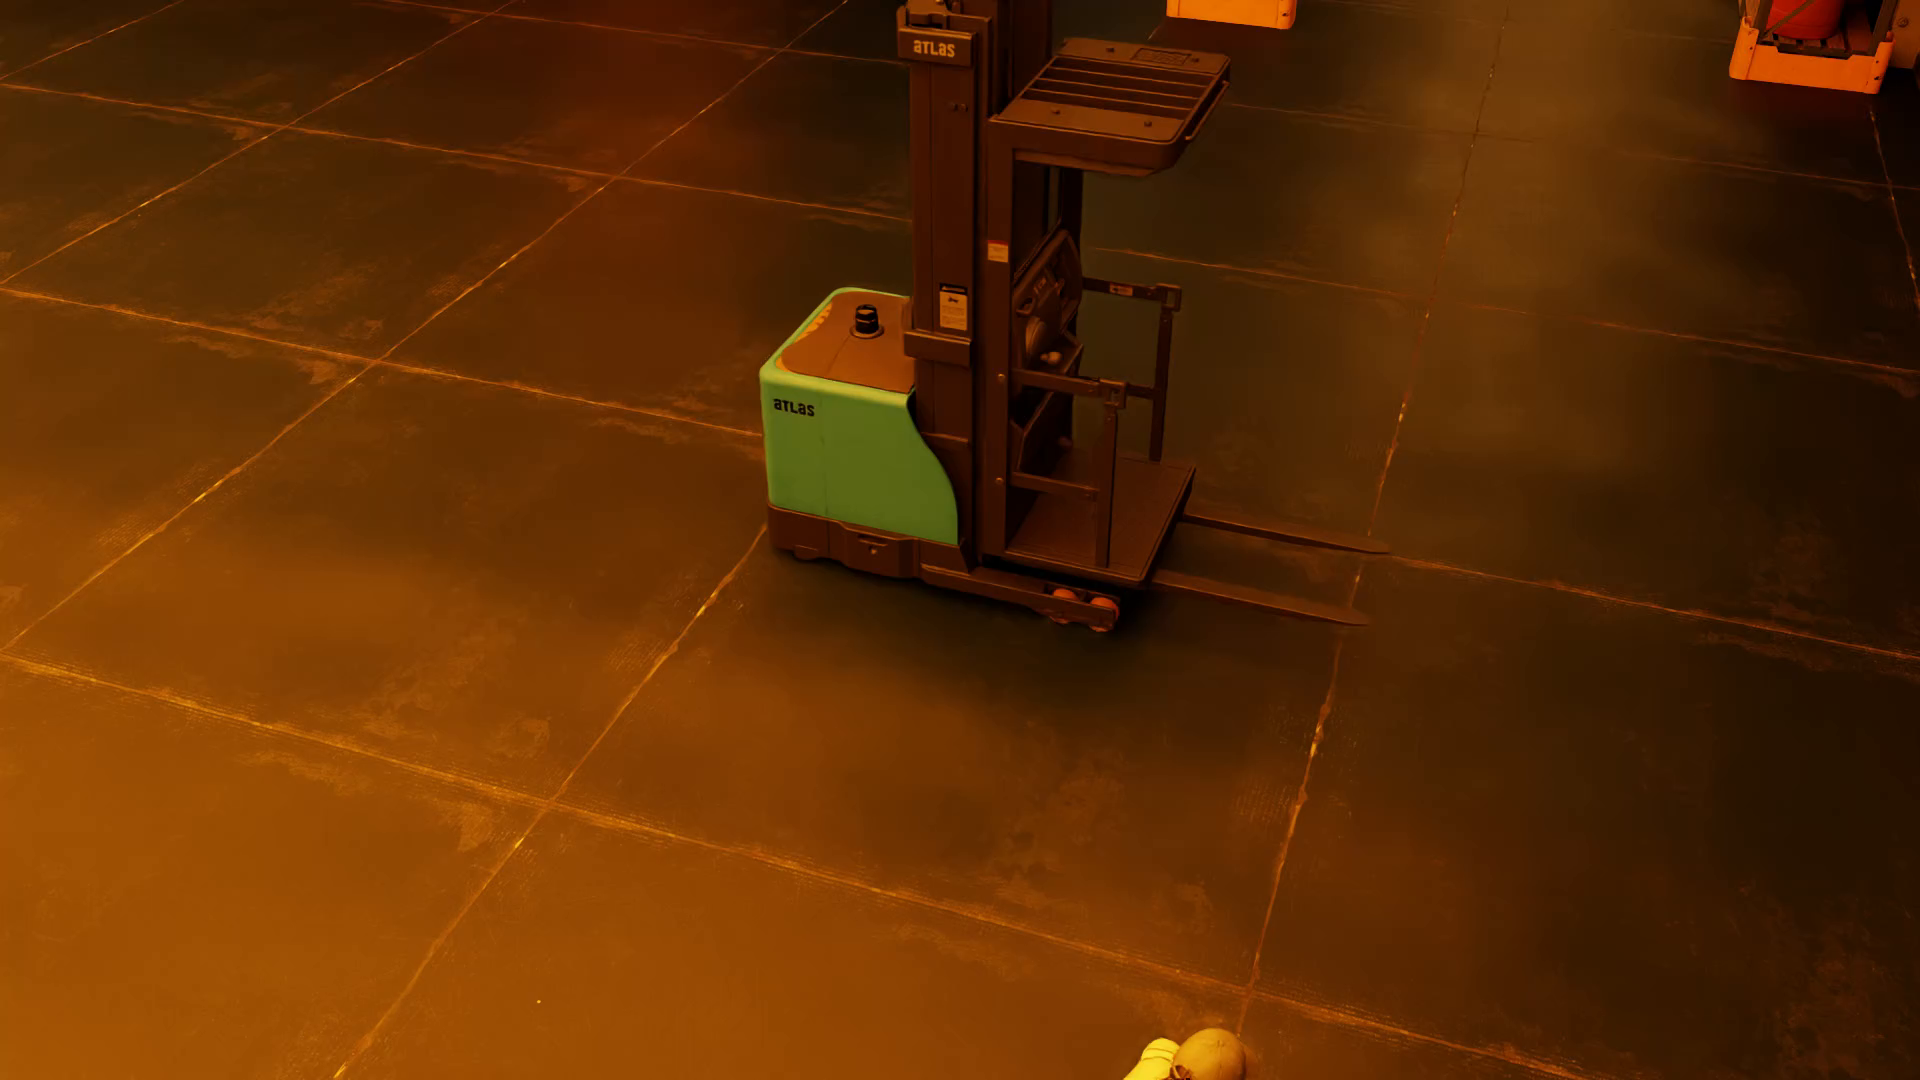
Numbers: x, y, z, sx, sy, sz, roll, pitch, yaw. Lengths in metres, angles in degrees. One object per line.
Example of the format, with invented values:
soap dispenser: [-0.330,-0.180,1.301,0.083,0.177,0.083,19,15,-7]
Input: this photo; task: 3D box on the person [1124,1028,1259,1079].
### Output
person: [0.476,1.866,4.778,0.621,1.456,0.757,29,44,34]

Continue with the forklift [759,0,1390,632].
forklift: [0.589,-1.101,7.663,3.031,2.935,1.130,12,37,16]
